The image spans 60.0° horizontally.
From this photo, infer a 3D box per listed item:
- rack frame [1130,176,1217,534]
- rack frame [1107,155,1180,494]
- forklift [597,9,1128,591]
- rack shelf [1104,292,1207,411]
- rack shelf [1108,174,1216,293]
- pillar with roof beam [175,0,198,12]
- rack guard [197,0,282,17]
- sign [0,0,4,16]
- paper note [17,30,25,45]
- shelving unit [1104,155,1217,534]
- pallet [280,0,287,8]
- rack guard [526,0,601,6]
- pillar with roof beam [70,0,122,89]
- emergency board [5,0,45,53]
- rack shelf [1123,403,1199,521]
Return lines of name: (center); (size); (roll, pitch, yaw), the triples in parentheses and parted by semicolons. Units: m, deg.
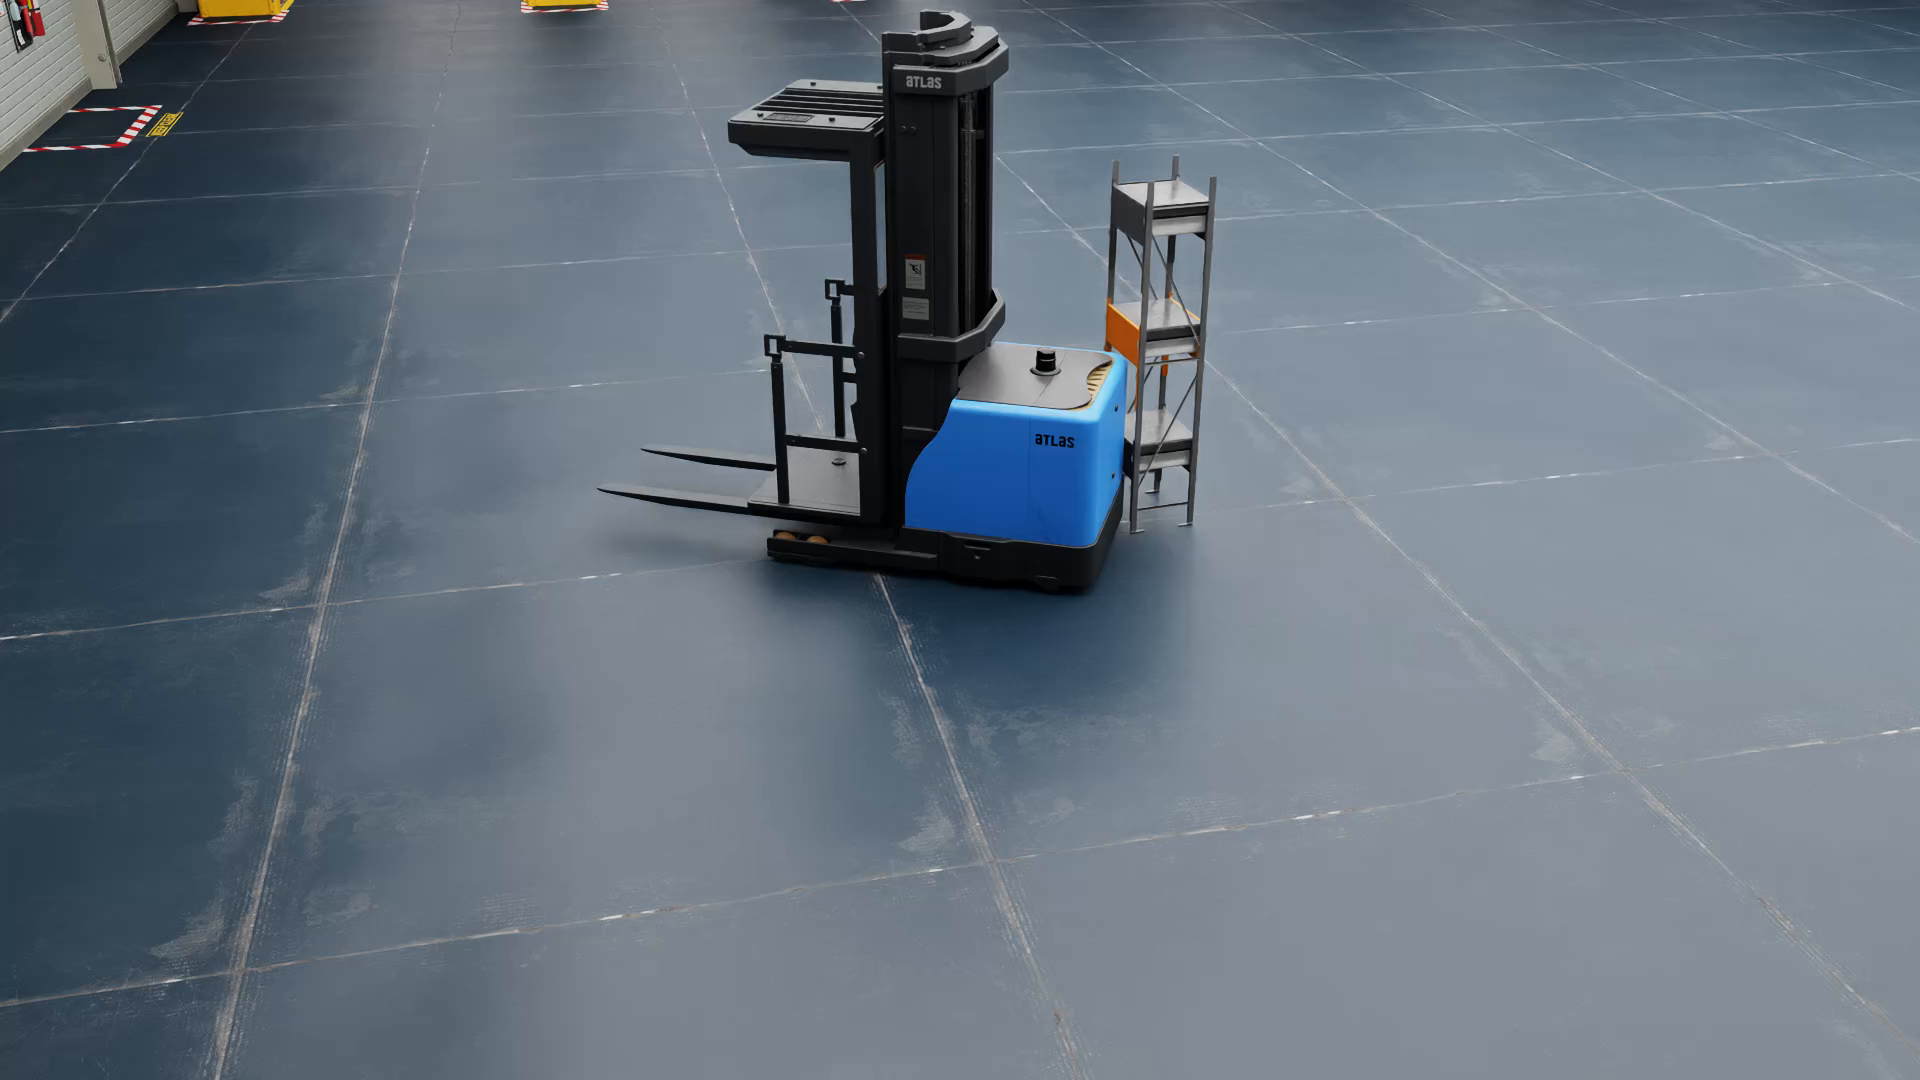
rack frame: (1.196, -1.003, 9.407); (0.400, 2.100, 0.015); (-8, 28, -16)
rack frame: (1.048, -1.213, 9.822); (0.400, 2.100, 0.015); (-8, 28, -16)
forklift: (-0.607, -1.382, 9.236); (3.031, 2.935, 1.130); (7, 28, 13)
rack shelf: (1.122, -1.096, 9.621); (0.431, 0.518, 0.480); (-8, 28, -16)
rack shelf: (1.122, -1.721, 9.305); (0.431, 0.518, 0.480); (-8, 28, -16)
pillar with roof beam: (-8.073, -12.897, 25.315); (9.100, 9.000, 0.400); (-6, 27, -12)
rack guard: (-11.284, -8.479, 25.995); (1.175, 0.500, 0.348); (-6, 27, -12)
sign: (-10.372, -5.821, 17.915); (0.001, 0.329, 0.234); (-6, 27, -12)
paper note: (-10.423, -5.581, 18.455); (0.016, 0.148, 0.142); (-6, 27, -12)
shelving unit: (1.122, -1.108, 9.615); (0.431, 2.100, 0.503); (-8, 28, -16)
pallet: (-11.433, -8.711, 26.774); (1.003, 0.211, 1.213); (-6, 27, -12)
rack guard: (-6.436, -8.940, 26.908); (1.175, 0.500, 0.348); (-6, 27, -12)
pillar with roof beam: (-6.721, -10.263, 20.096); (9.100, 9.000, 0.400); (-6, 27, -12)
emergency board: (-10.396, -6.059, 18.425); (0.194, 1.169, 0.643); (-6, 27, -12)
rack shelf: (1.122, -0.471, 9.936); (0.431, 0.518, 0.480); (-8, 28, -16)
